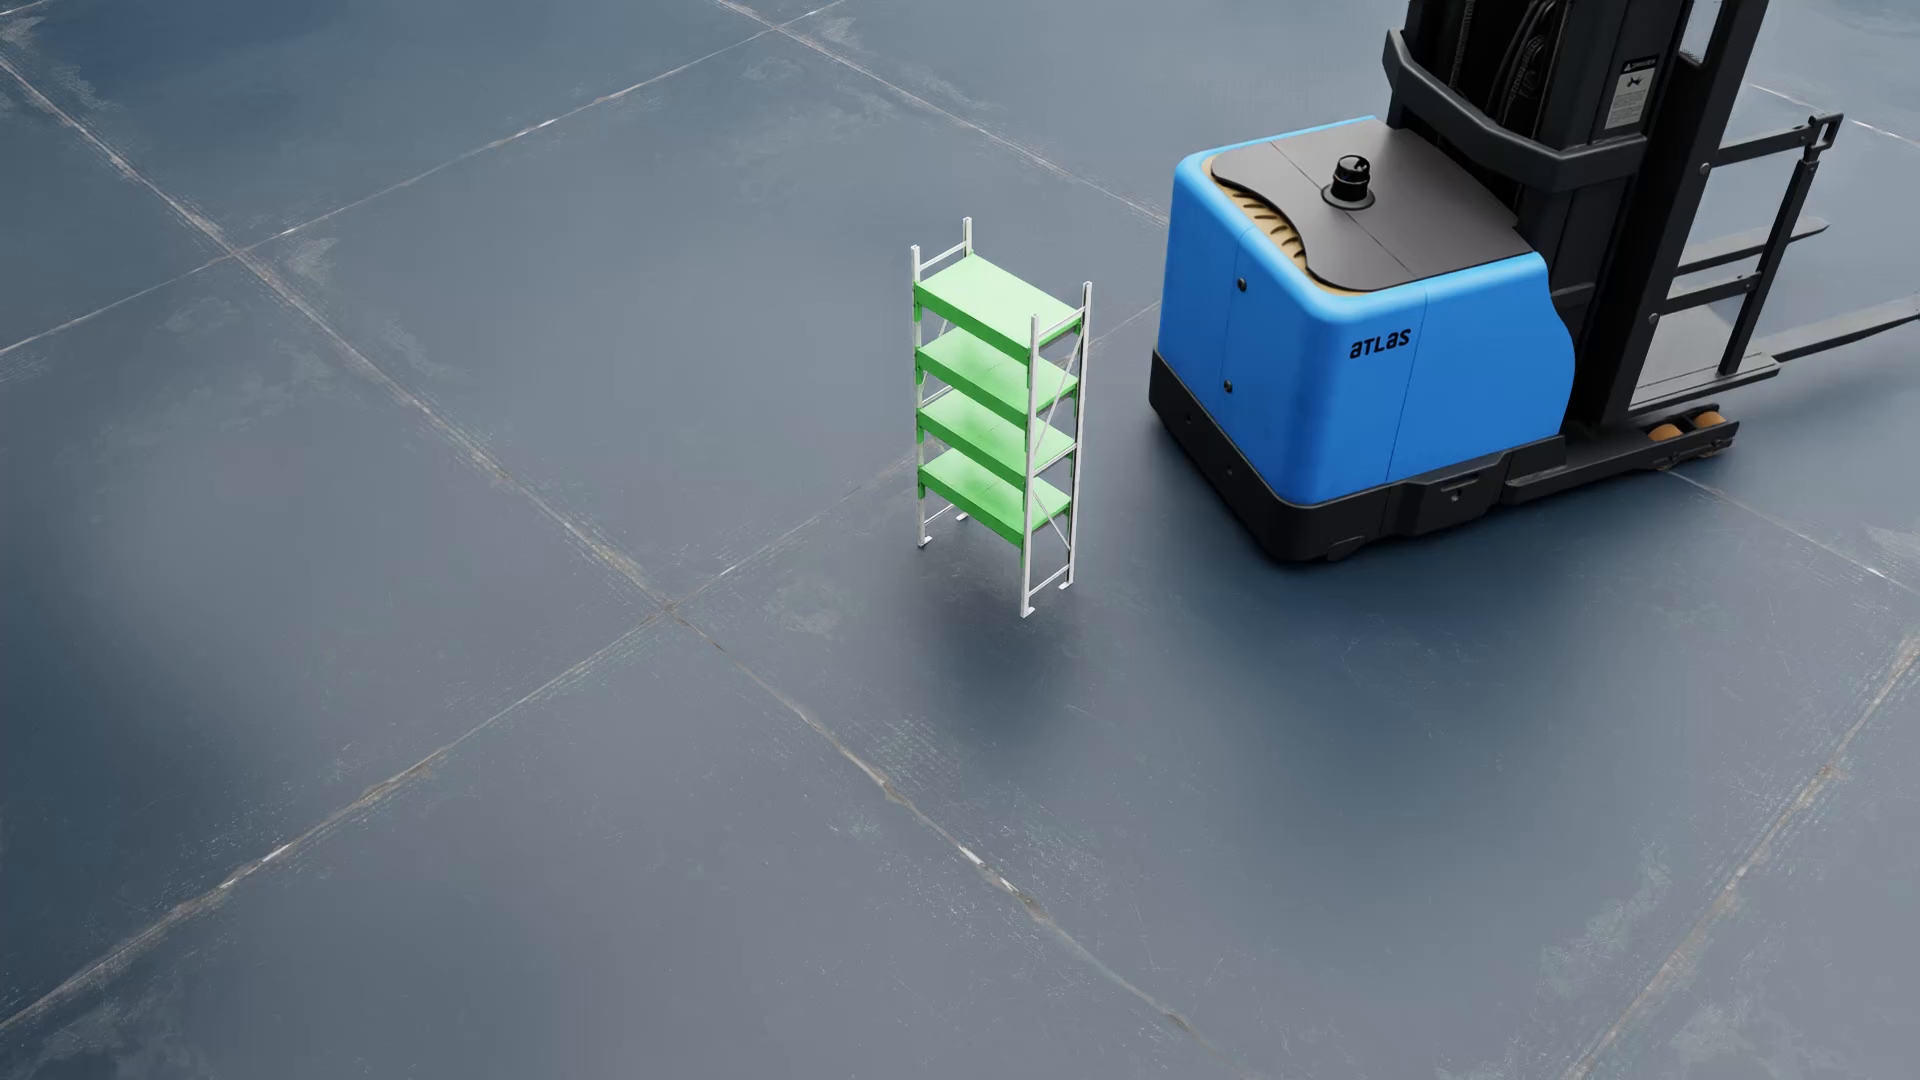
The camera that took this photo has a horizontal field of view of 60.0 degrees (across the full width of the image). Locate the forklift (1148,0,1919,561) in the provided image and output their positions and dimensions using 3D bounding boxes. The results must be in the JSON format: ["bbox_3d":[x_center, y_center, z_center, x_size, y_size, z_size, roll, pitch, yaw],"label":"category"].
[{"bbox_3d":[2.272,-1.647,5.373,3.031,2.935,1.130,-15,45,-16],"label":"forklift"}]

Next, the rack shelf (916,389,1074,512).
[{"bbox_3d":[0.117,-0.314,5.300,0.258,0.148,0.480,-34,53,-31],"label":"rack shelf"}]

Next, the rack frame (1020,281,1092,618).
[{"bbox_3d":[0.289,-0.244,5.130,0.240,1.200,0.015,-34,53,-31],"label":"rack frame"}]

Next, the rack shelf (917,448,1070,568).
[{"bbox_3d":[0.117,-0.138,5.463,0.258,0.148,0.480,-34,53,-31],"label":"rack shelf"}]

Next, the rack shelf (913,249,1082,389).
[{"bbox_3d":[0.117,-0.667,4.974,0.258,0.148,0.480,-34,53,-31],"label":"rack shelf"}]

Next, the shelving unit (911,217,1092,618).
[{"bbox_3d":[0.117,-0.361,5.257,0.258,1.200,0.503,-34,53,-31],"label":"shelving unit"}]

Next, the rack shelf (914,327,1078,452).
[{"bbox_3d":[0.117,-0.490,5.137,0.258,0.148,0.480,-34,53,-31],"label":"rack shelf"}]

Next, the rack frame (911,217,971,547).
[{"bbox_3d":[-0.055,-0.478,5.384,0.240,1.200,0.015,-34,53,-31],"label":"rack frame"}]
